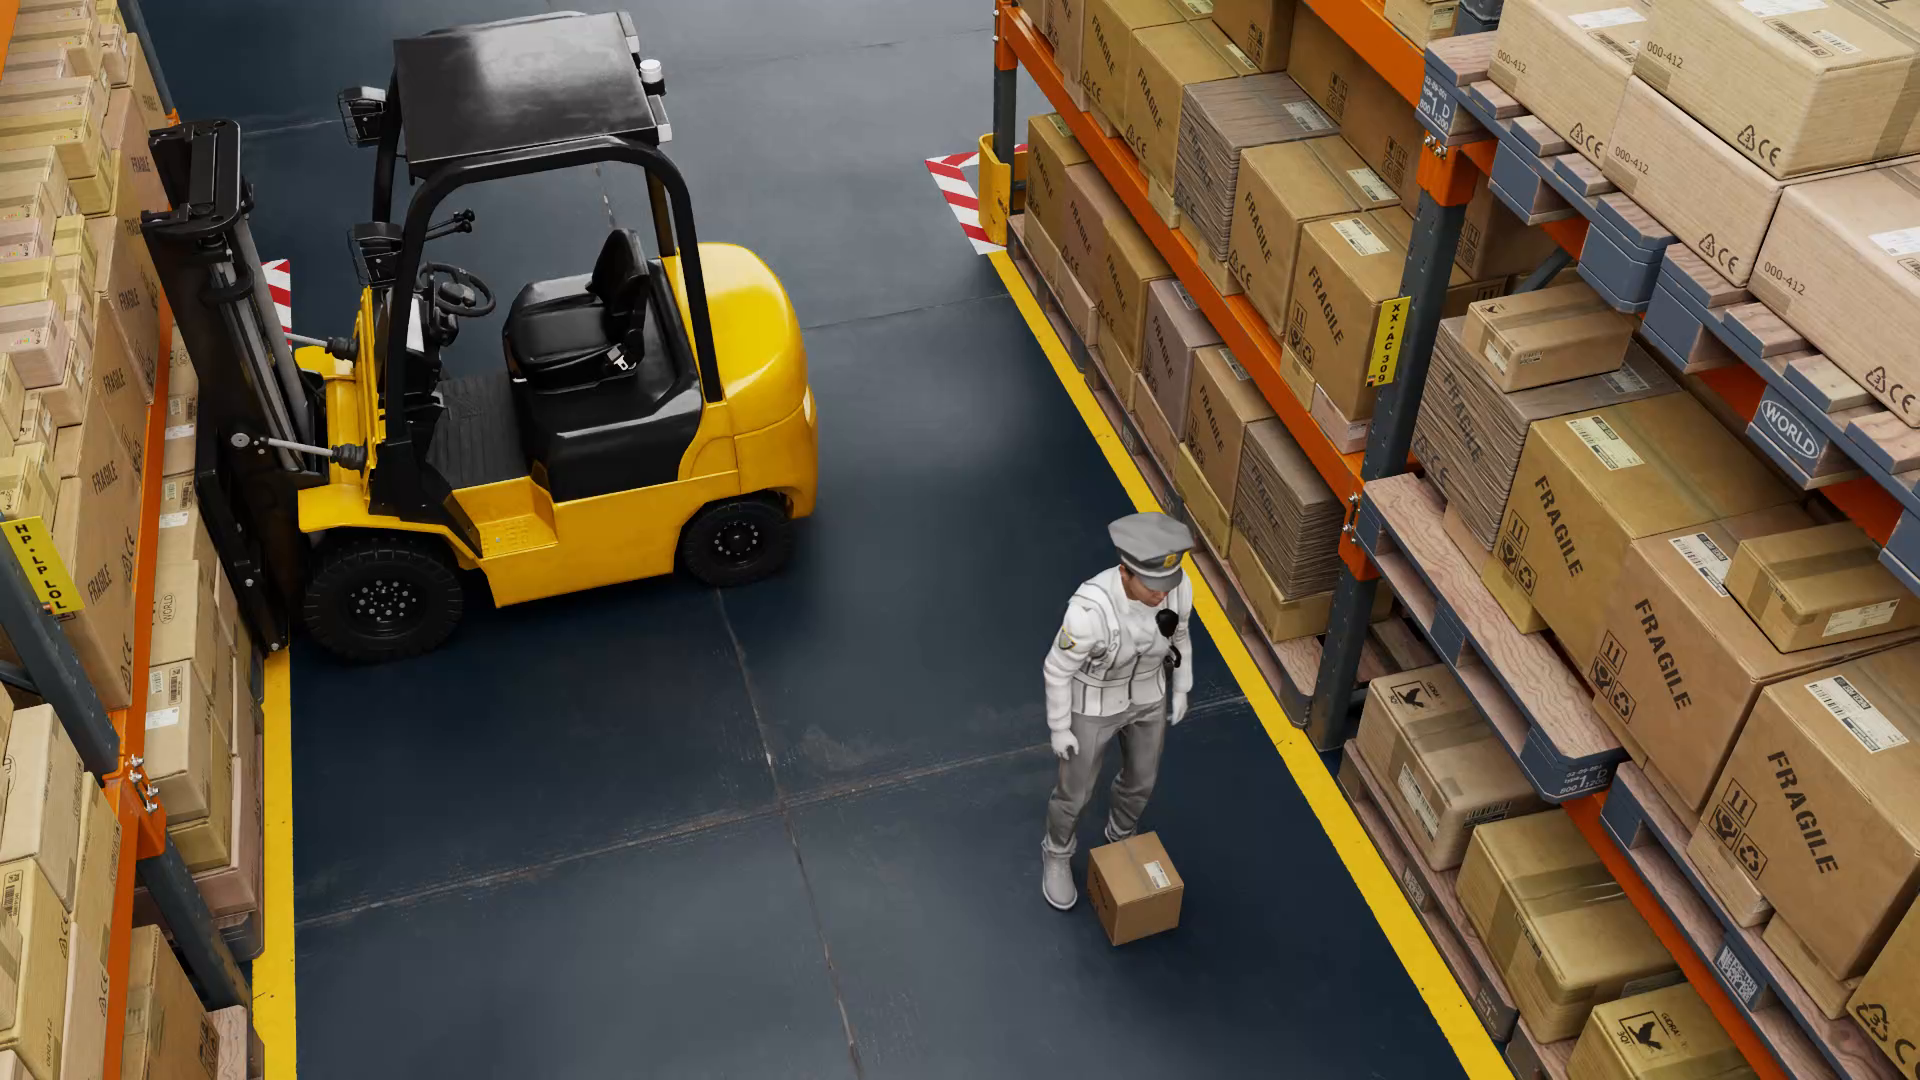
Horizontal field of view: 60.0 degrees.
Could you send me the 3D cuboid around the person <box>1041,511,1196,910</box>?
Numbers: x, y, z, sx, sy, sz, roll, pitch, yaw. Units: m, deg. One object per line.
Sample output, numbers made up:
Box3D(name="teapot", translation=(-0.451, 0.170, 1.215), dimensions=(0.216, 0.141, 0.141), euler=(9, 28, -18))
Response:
Box3D(name="person", translation=(0.528, 0.555, 5.552), dimensions=(0.547, 1.663, 0.376), euler=(-15, 45, -16))
